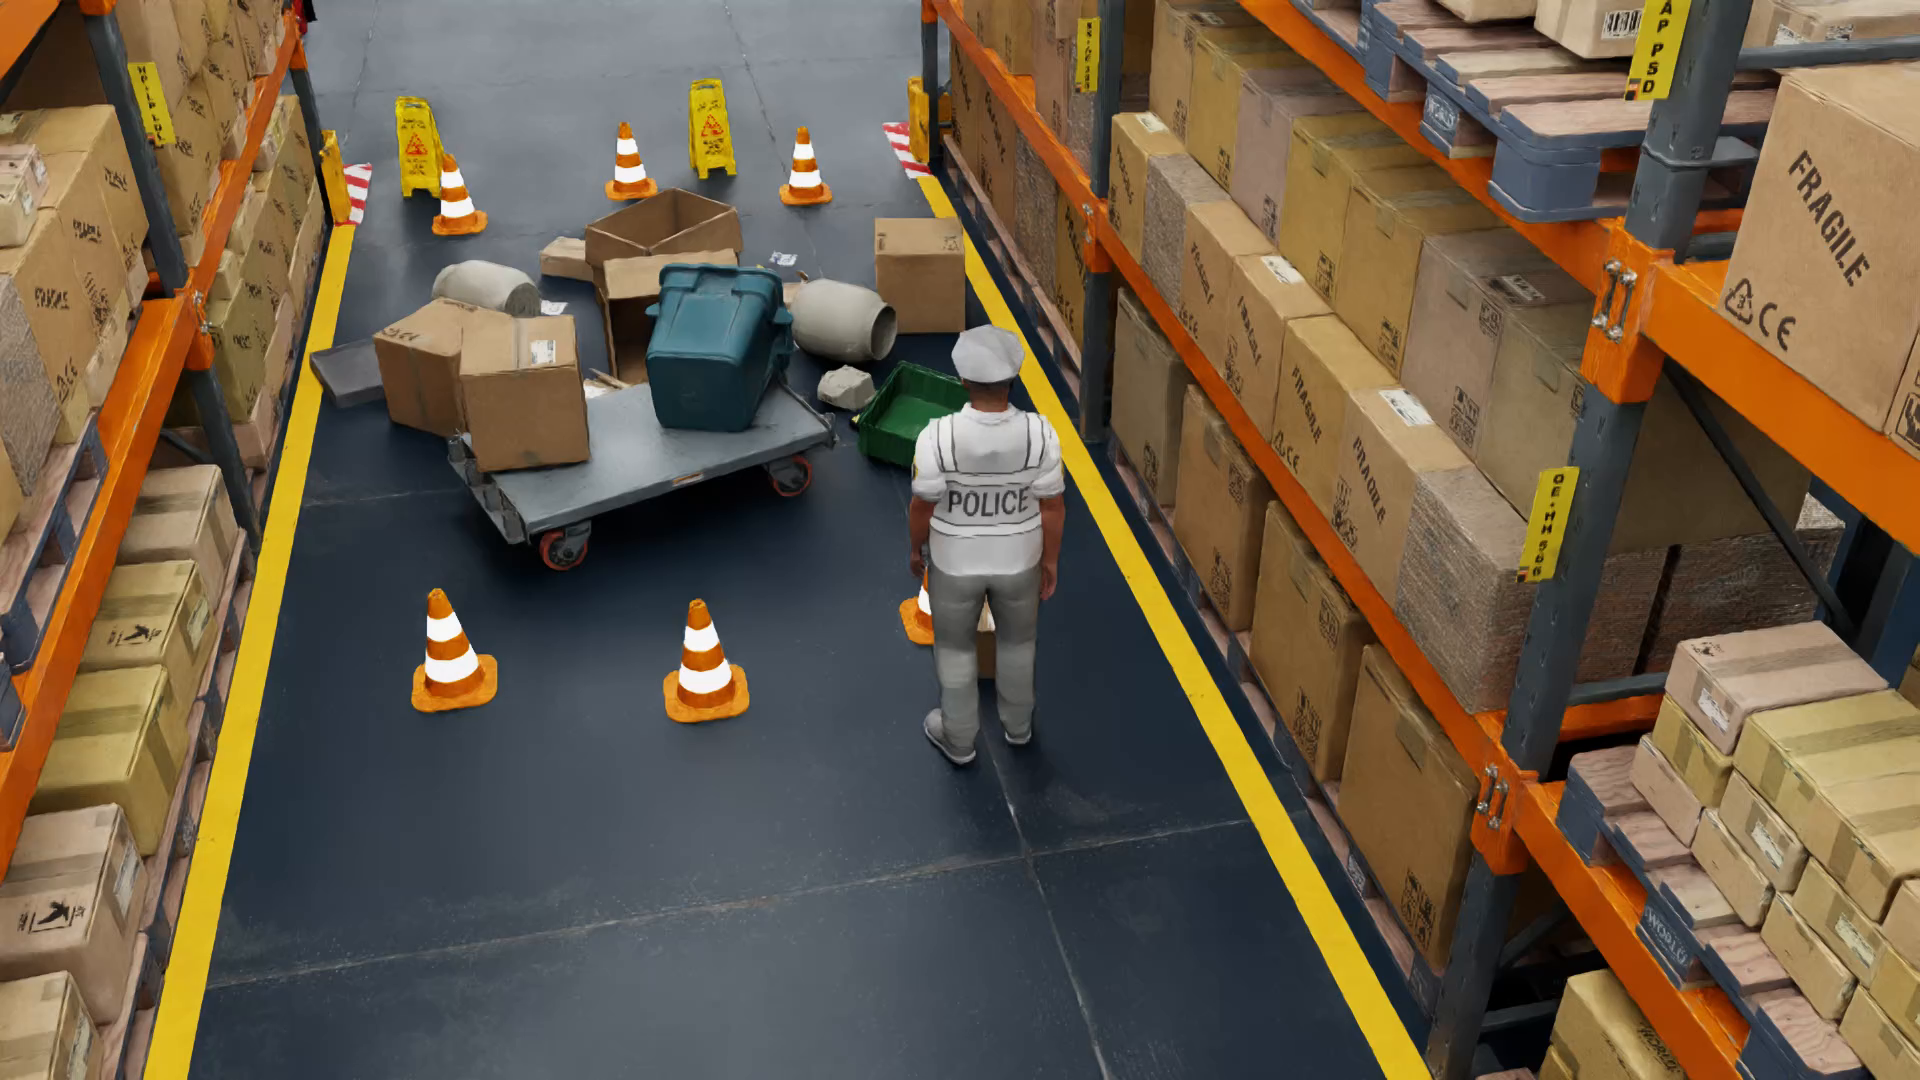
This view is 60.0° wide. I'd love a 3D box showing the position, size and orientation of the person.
[{"bbox_3d":[0.089,0.025,6.057,0.553,1.778,0.451,-3,34,-4],"label":"person"}]
